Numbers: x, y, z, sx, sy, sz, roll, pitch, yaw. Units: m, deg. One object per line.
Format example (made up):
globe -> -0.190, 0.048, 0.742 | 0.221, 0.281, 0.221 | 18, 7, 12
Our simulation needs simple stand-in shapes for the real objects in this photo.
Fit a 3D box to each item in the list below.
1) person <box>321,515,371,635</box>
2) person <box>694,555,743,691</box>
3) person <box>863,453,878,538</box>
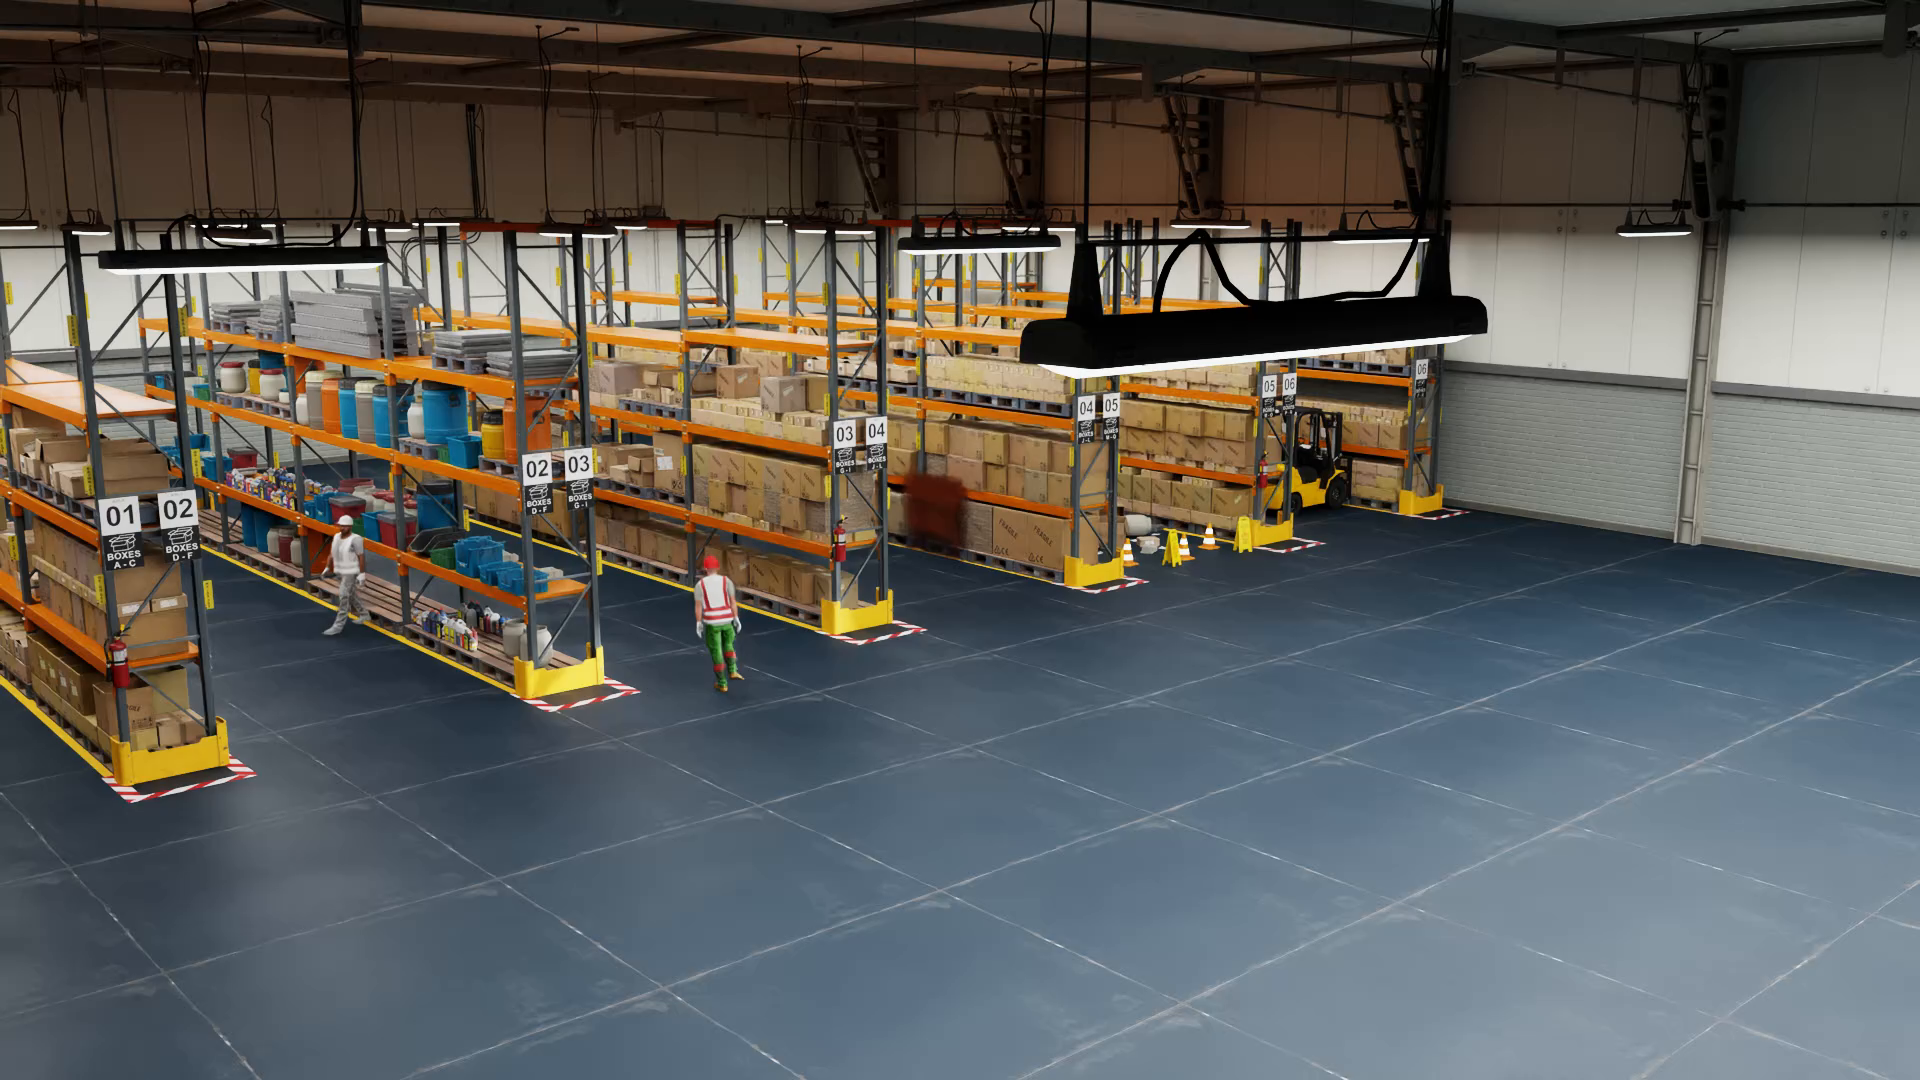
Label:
person -> -9.227, 0.499, 24.932 | 0.564, 1.756, 0.926 | 7, 13, 31
person -> -3.199, 1.094, 21.932 | 0.572, 1.774, 0.549 | -6, 13, -27
person -> -1.699, -0.814, 30.283 | 0.509, 1.596, 0.997 | -11, 16, -42
